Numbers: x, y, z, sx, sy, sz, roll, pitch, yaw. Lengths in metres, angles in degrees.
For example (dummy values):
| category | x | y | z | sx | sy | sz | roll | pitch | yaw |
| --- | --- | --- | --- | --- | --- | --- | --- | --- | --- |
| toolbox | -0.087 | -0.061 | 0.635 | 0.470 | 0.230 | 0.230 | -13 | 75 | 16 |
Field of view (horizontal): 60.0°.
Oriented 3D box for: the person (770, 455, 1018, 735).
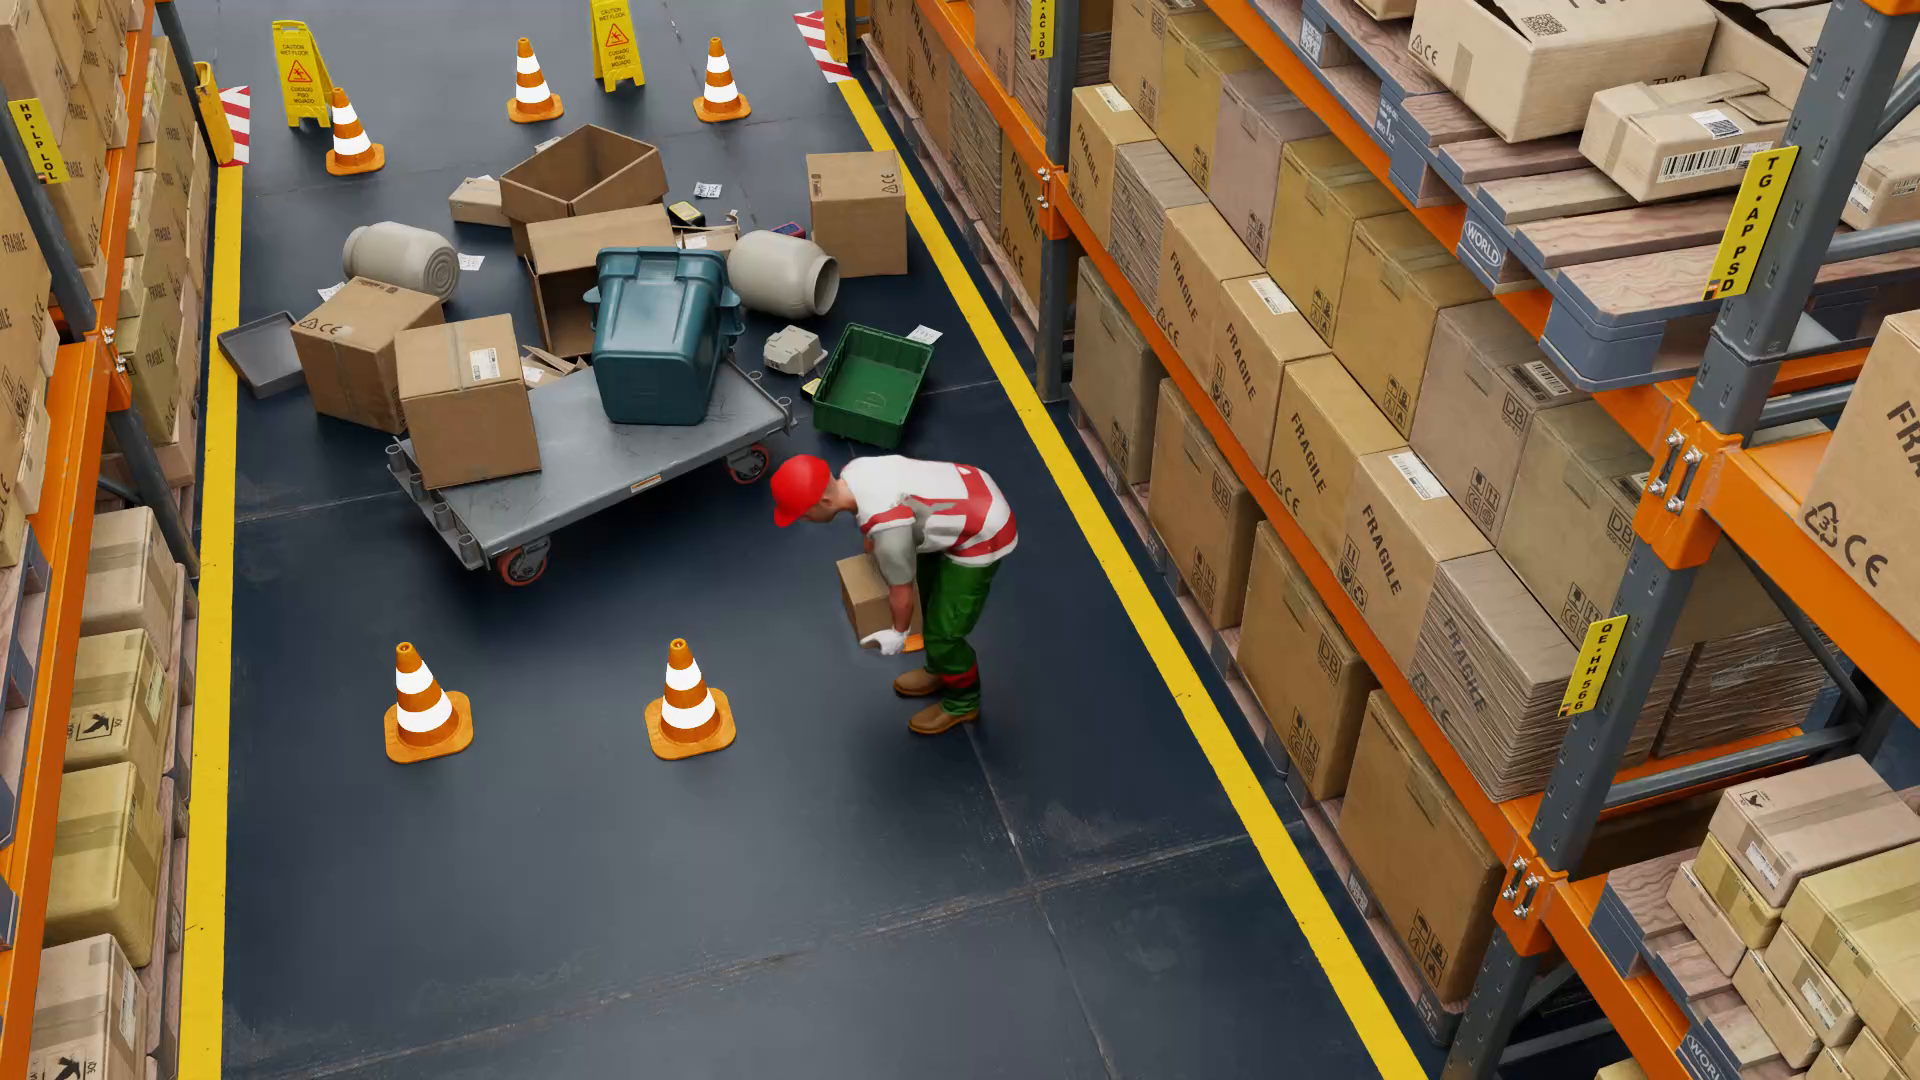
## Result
| category | x | y | z | sx | sy | sz | roll | pitch | yaw |
| --- | --- | --- | --- | --- | --- | --- | --- | --- | --- |
| person | -0.234 | 0.171 | 6.243 | 0.888 | 1.396 | 0.471 | -13 | 43 | -14 |
